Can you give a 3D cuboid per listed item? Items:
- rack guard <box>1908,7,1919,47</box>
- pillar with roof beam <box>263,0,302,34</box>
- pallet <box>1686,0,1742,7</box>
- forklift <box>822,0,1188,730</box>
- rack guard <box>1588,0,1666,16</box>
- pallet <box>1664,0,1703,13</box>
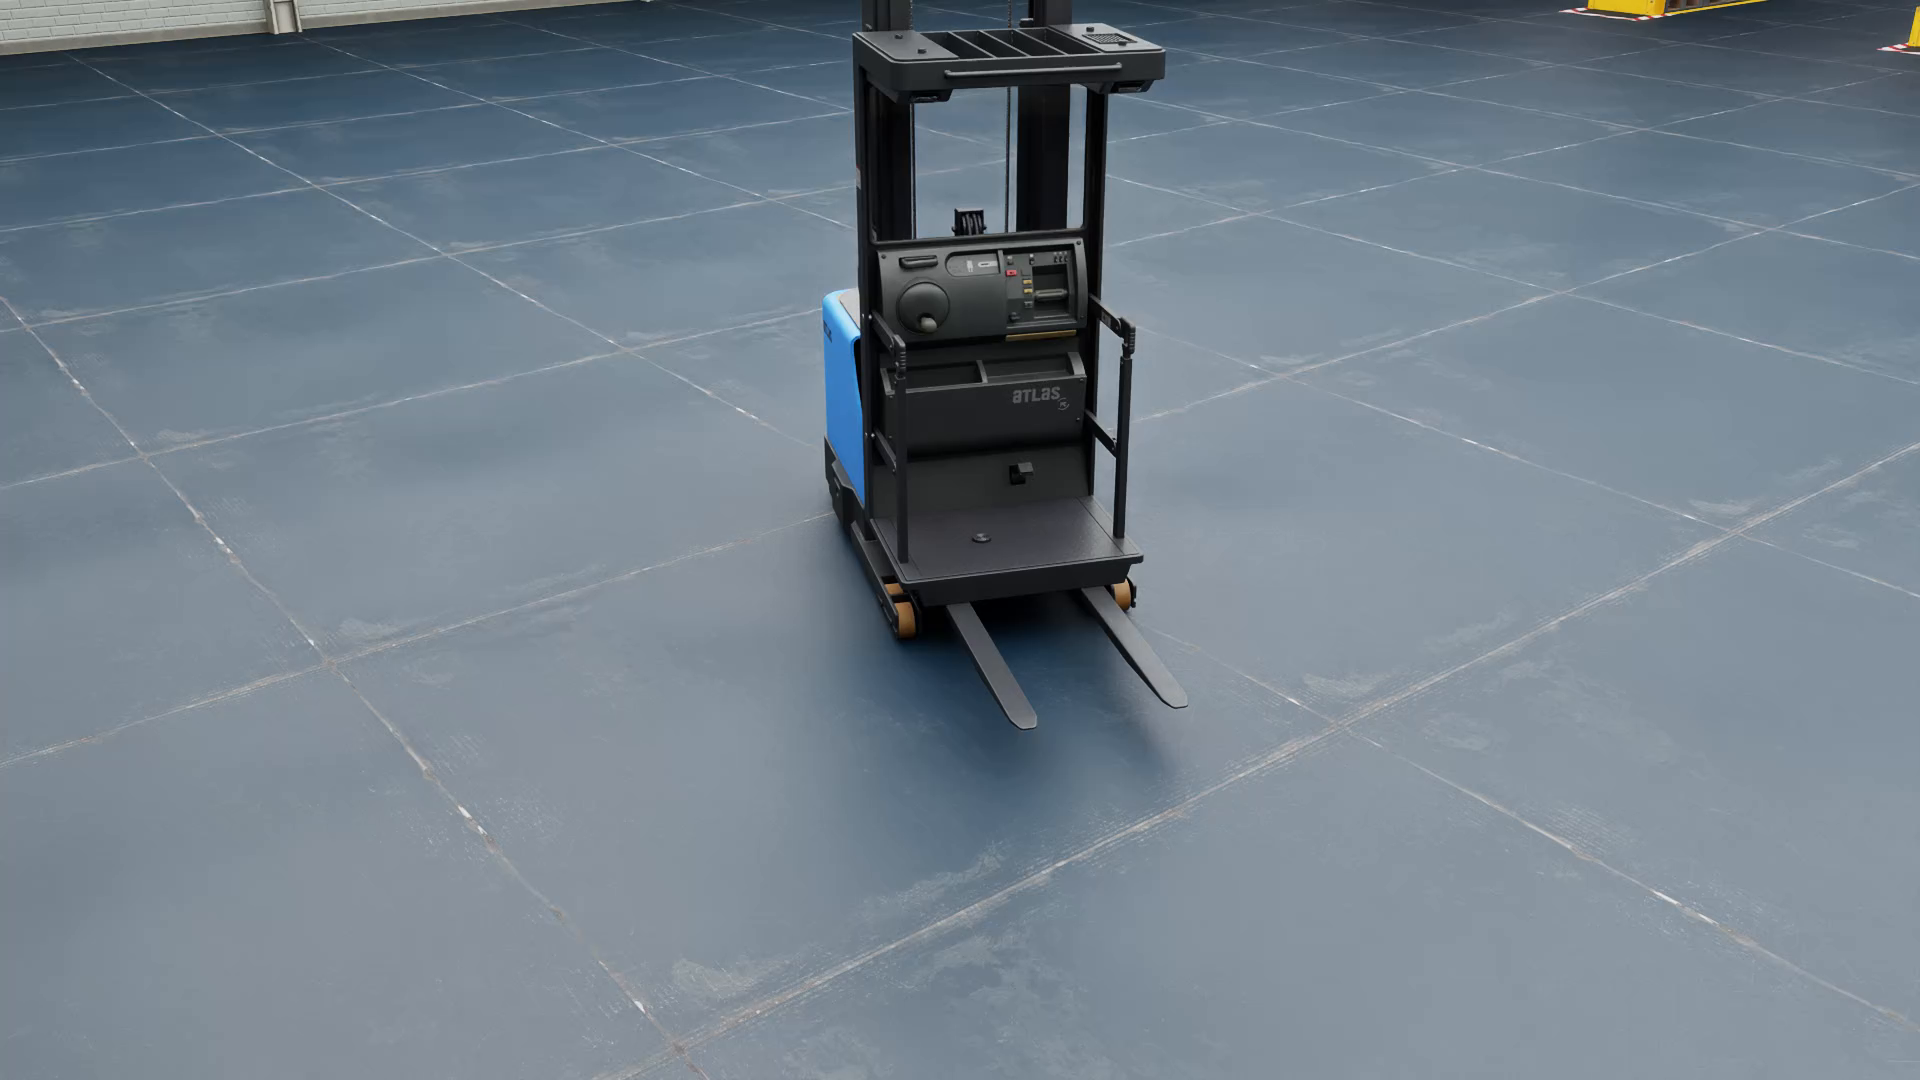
[{"bbox_3d":[13.573,-6.915,22.556,0.348,0.500,1.175,-18,31,-34],"label":"rack guard"},{"bbox_3d":[-7.147,-10.039,19.192,0.400,9.000,9.100,-18,31,-34],"label":"pillar with roof beam"},{"bbox_3d":[12.090,-8.965,27.315,1.213,0.211,1.003,-18,31,-34],"label":"pallet"},{"bbox_3d":[0.161,-1.074,7.082,1.130,2.935,3.031,-6,26,-13],"label":"forklift"},{"bbox_3d":[10.488,-8.571,26.125,0.348,0.500,1.175,-18,31,-34],"label":"rack guard"},{"bbox_3d":[11.131,-8.650,26.636,1.213,0.211,1.003,-18,31,-34],"label":"pallet"}]
